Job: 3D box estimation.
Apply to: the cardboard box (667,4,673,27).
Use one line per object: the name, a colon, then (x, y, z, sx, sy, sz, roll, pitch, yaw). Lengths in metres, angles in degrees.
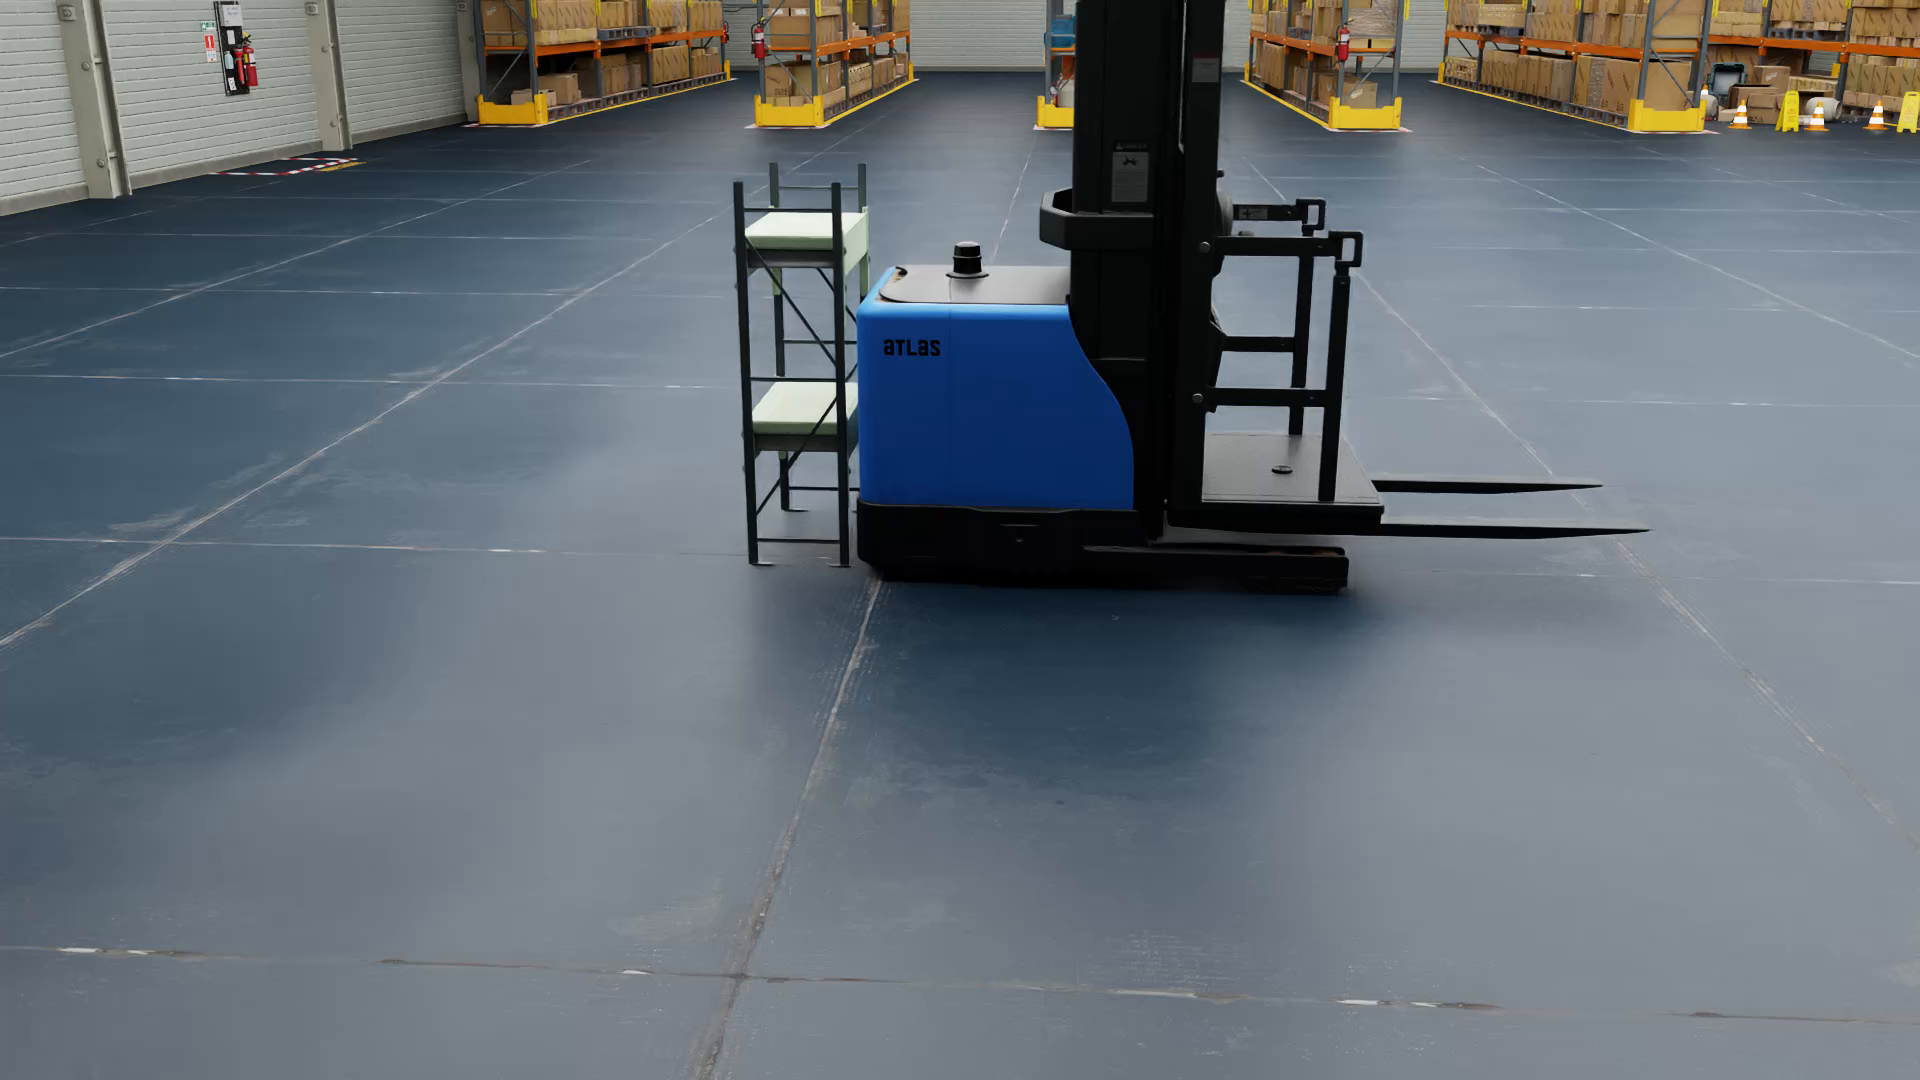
cardboard box: (-6.940, -12.099, 38.361, 0.500, 0.500, 0.500, 2, 18, 5)

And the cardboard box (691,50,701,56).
cardboard box: (-6.694, -12.172, 41.551, 0.380, 0.149, 0.250, 2, 18, 6)

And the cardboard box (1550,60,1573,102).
cardboard box: (12.086, -8.887, 32.165, 1.050, 0.750, 0.750, 1, 18, 4)

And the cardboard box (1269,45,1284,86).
cardboard box: (7.620, -10.626, 37.273, 1.225, 0.875, 0.875, 1, 18, 4)

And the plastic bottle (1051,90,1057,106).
plastic bottle: (1.704, -8.144, 30.628, 0.152, 0.276, 0.135, 1, 18, 4)

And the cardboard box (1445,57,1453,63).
cardboard box: (12.615, -12.261, 42.472, 0.380, 0.149, 0.250, 0, 18, 1)

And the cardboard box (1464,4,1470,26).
cardboard box: (12.533, -12.707, 40.247, 0.500, 0.500, 0.500, 1, 18, 4)

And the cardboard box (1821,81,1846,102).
cardboard box: (17.111, -8.596, 31.885, 0.950, 0.372, 0.625, 2, 18, 5)

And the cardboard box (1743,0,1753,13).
cardboard box: (17.168, -11.573, 35.659, 0.500, 0.500, 0.500, 2, 18, 5)

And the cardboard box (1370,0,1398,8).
cardboard box: (7.216, -9.290, 28.213, 0.500, 0.500, 0.500, 1, 18, 4)

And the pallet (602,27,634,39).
pallet: (-7.445, -10.571, 34.674, 1.003, 0.211, 1.213, 1, 18, 4)

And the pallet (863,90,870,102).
pallet: (-2.500, -9.588, 35.845, 1.003, 0.211, 1.213, 1, 18, 4)

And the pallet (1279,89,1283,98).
pallet: (7.610, -9.864, 36.687, 1.003, 0.211, 1.213, 1, 18, 4)

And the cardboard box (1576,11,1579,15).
cardboard box: (12.161, -10.238, 31.585, 0.700, 0.500, 0.500, 1, 18, 3)

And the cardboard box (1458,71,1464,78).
cardboard box: (12.537, -11.497, 41.096, 0.380, 0.149, 0.250, 1, 18, 4)

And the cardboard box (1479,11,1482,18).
cardboard box: (12.218, -12.155, 38.454, 0.380, 0.149, 0.250, 2, 18, 5)

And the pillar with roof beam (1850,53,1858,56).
pillar with roof beam: (19.686, -16.864, 43.937, 9.100, 9.000, 0.400, 1, 18, 4)

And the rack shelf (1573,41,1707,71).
rack shelf: (11.988, -8.598, 29.502, 1.077, 0.370, 4.000, 1, 18, 4)

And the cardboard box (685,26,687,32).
cardboard box: (-6.799, -12.299, 40.011, 0.380, 0.149, 0.250, 1, 18, 4)

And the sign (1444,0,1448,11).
sign: (12.451, -13.712, 42.562, 0.100, 0.325, 0.005, 1, 18, 4)

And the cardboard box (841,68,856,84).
cardboard box: (-2.370, -9.363, 33.522, 0.500, 0.311, 0.500, 1, 18, 3)

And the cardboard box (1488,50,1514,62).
cardboard box: (12.353, -11.025, 37.888, 0.500, 0.250, 0.500, 2, 18, 5)

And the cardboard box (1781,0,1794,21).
cardboard box: (17.069, -10.816, 33.803, 0.500, 0.500, 0.500, 2, 18, 7)

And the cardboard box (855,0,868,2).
cardboard box: (-2.337, -13.096, 40.306, 0.500, 0.500, 0.500, 1, 18, 4)

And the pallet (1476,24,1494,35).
pallet: (12.505, -11.721, 38.184, 1.003, 0.211, 1.213, 1, 18, 4)

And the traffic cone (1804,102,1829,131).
traffic cone: (14.402, -7.116, 27.896, 0.336, 0.463, 0.334, 1, 18, 4)

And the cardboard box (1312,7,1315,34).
cardboard box: (7.098, -9.754, 31.235, 0.875, 0.500, 0.500, 1, 18, 4)

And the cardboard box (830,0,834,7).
cardboard box: (-2.749, -10.295, 31.280, 0.700, 0.500, 0.500, 1, 18, 4)

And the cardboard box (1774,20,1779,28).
cardboard box: (17.154, -10.708, 34.514, 0.380, 0.149, 0.250, 0, 18, 1)

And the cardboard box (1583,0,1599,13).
cardboard box: (12.071, -10.032, 30.747, 0.875, 0.550, 0.550, 1, 18, 4)

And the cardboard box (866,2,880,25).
cardboard box: (-2.213, -11.893, 37.566, 0.700, 0.500, 0.500, 5, 19, 14)

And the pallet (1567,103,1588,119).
pallet: (11.999, -8.002, 31.004, 1.003, 0.211, 1.213, 1, 18, 4)

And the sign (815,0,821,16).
sign: (-2.423, -9.118, 28.416, 0.100, 0.325, 0.005, 1, 18, 4)

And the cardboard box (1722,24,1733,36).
cardboard box: (17.221, -11.290, 36.803, 0.500, 0.250, 0.500, 1, 18, 3)

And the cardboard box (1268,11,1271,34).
cardboard box: (7.483, -12.098, 38.867, 0.500, 0.500, 0.500, 1, 18, 4)

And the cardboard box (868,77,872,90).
cardboard box: (-2.197, -9.892, 36.036, 0.500, 0.250, 0.500, 2, 18, 5)

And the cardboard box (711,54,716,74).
cardboard box: (-6.756, -12.399, 43.285, 0.700, 0.500, 0.500, 1, 18, 4)

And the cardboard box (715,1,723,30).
cardboard box: (-6.797, -13.746, 43.575, 0.980, 0.700, 0.700, 2, 18, 6)

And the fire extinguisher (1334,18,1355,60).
fire extinguisher: (6.437, -8.399, 27.863, 0.296, 0.674, 0.183, 1, 18, 4)

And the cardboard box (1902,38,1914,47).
cardboard box: (16.625, -8.640, 28.878, 0.380, 0.149, 0.250, 1, 18, 3)

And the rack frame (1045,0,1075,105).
rack frame: (1.965, -8.572, 28.265, 1.000, 3.000, 0.127, 1, 18, 4)

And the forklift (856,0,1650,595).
forklift: (1.142, -1.359, 6.363, 3.031, 2.935, 1.130, 1, 18, 4)

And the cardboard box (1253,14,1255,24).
cardboard box: (7.717, -13.196, 42.141, 0.500, 0.250, 0.500, 1, 18, 3)

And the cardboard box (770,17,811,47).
cardboard box: (-2.930, -8.876, 29.032, 0.700, 0.500, 0.500, 1, 18, 4)

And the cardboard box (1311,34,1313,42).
cardboard box: (6.876, -9.524, 31.575, 0.380, 0.149, 0.250, 1, 18, 4)

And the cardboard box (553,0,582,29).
cardboard box: (-7.433, -9.865, 31.216, 0.500, 0.500, 0.500, 1, 18, 2)

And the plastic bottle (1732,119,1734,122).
plastic bottle: (13.833, -7.451, 29.563, 0.133, 0.061, 0.283, -5, 19, -15)

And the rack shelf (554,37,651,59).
rack shelf: (-7.487, -10.314, 34.739, 1.077, 0.370, 4.000, 1, 18, 4)

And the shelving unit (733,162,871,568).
shelving unit: (-0.613, -0.725, 6.727, 0.431, 1.500, 0.755, 1, 18, 4)

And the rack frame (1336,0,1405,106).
rack frame: (6.905, -8.461, 27.928, 1.000, 3.000, 0.127, 1, 18, 4)

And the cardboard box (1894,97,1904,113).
cardboard box: (16.624, -7.551, 28.890, 0.500, 0.250, 0.500, 1, 18, 4)
